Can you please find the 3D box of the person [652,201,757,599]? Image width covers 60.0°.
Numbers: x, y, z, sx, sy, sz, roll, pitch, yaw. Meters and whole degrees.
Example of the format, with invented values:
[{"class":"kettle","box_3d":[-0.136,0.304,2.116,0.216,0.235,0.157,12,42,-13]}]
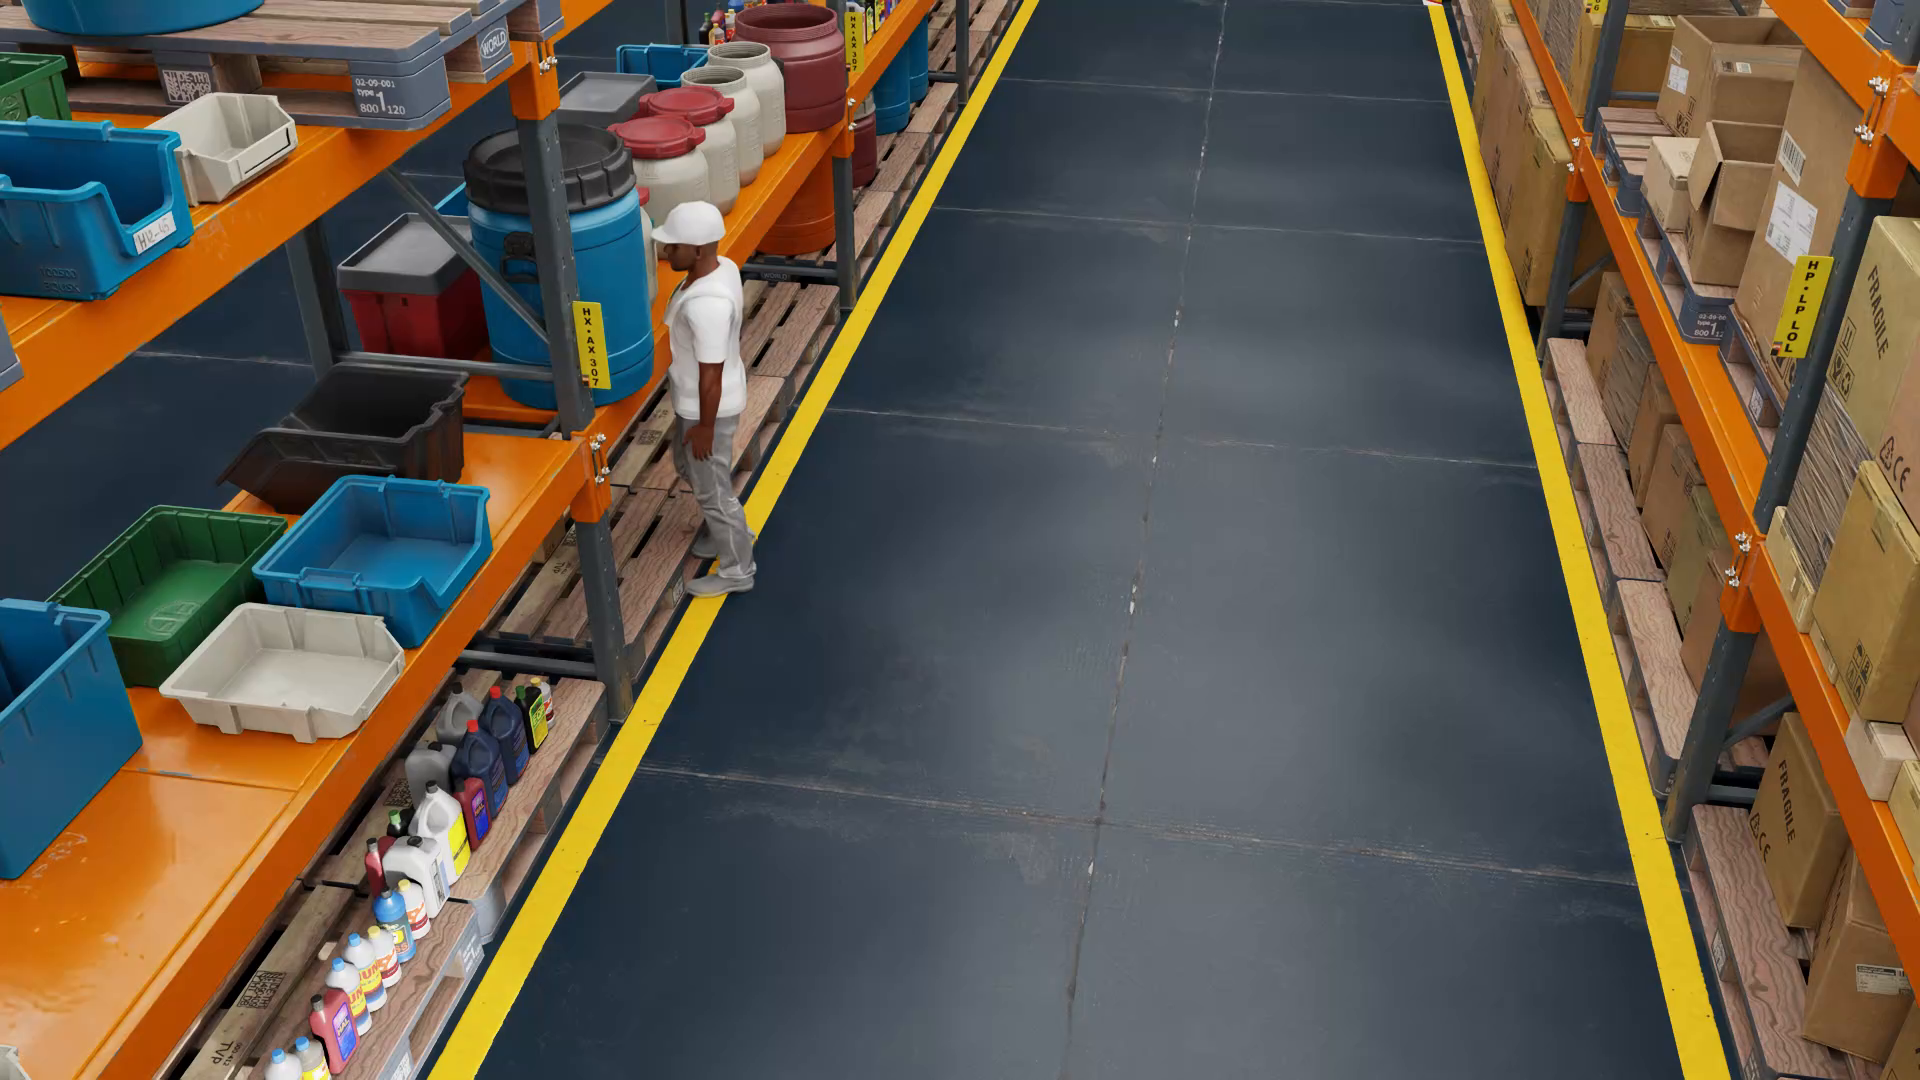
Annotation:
[{"class":"person","box_3d":[-1.070,-0.585,7.045,0.360,1.765,0.565,-3,32,-4]}]
